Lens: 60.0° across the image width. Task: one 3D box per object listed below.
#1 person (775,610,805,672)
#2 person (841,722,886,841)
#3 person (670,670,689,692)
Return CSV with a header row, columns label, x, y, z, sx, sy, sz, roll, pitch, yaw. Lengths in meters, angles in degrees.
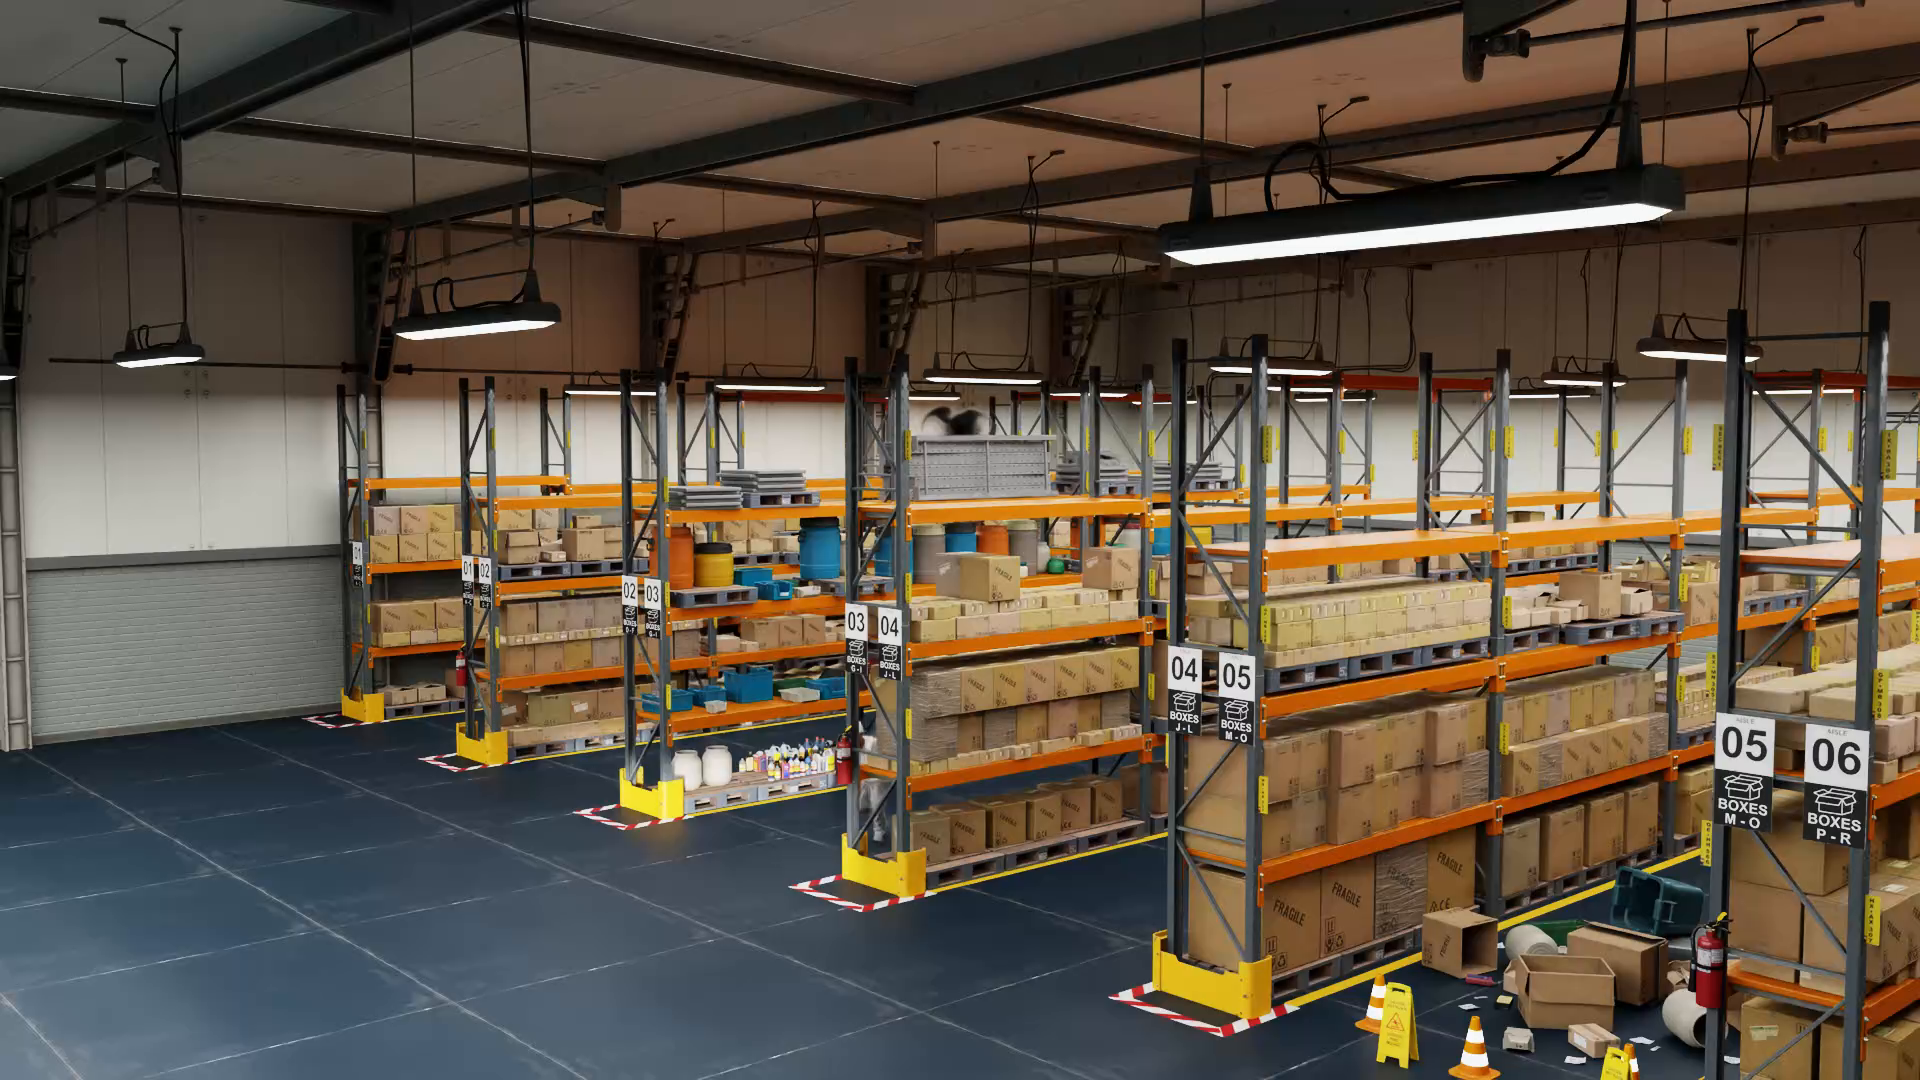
label,x,y,z,sx,sy,sz,roll,pitch,yaw
person,-3.396,2.153,33.032,0.670,1.692,0.830,4,5,44
person,-1.222,3.007,20.790,0.715,1.589,0.821,2,4,29
person,-5.257,2.287,30.761,0.683,1.741,0.851,3,5,39
